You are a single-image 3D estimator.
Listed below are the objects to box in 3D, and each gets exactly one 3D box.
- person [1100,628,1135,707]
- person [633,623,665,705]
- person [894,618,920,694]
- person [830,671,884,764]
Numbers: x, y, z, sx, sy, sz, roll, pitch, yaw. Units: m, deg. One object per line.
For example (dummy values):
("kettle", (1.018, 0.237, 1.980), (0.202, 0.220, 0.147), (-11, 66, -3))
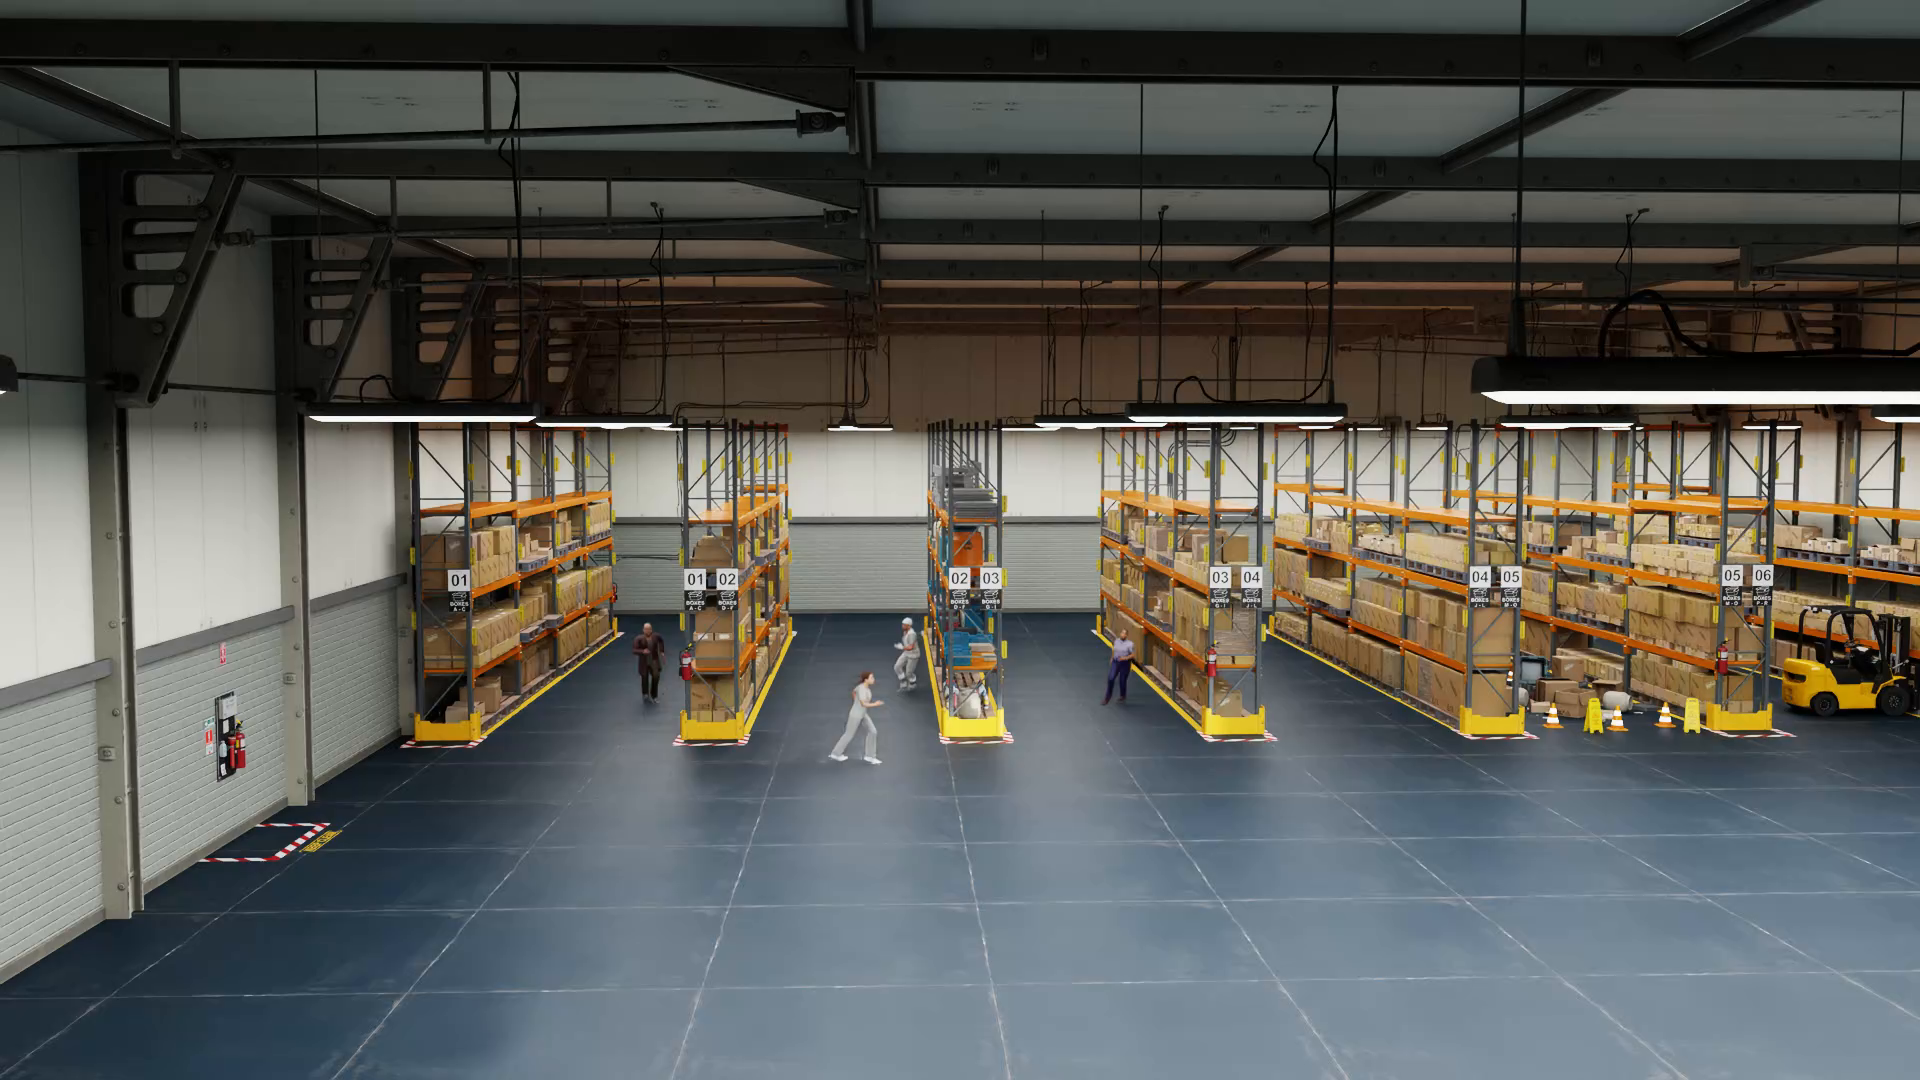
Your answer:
("person", (3.386, 2.654, 35.015), (0.678, 1.629, 0.840), (1, 4, 21))
("person", (-6.588, 2.614, 35.229), (0.700, 1.743, 1.045), (-1, 4, -14))
("person", (-1.145, 2.521, 36.420), (0.725, 1.677, 0.819), (-3, 4, -36))
("person", (-1.770, 3.066, 28.749), (0.954, 1.639, 0.562), (1, 4, 13))
